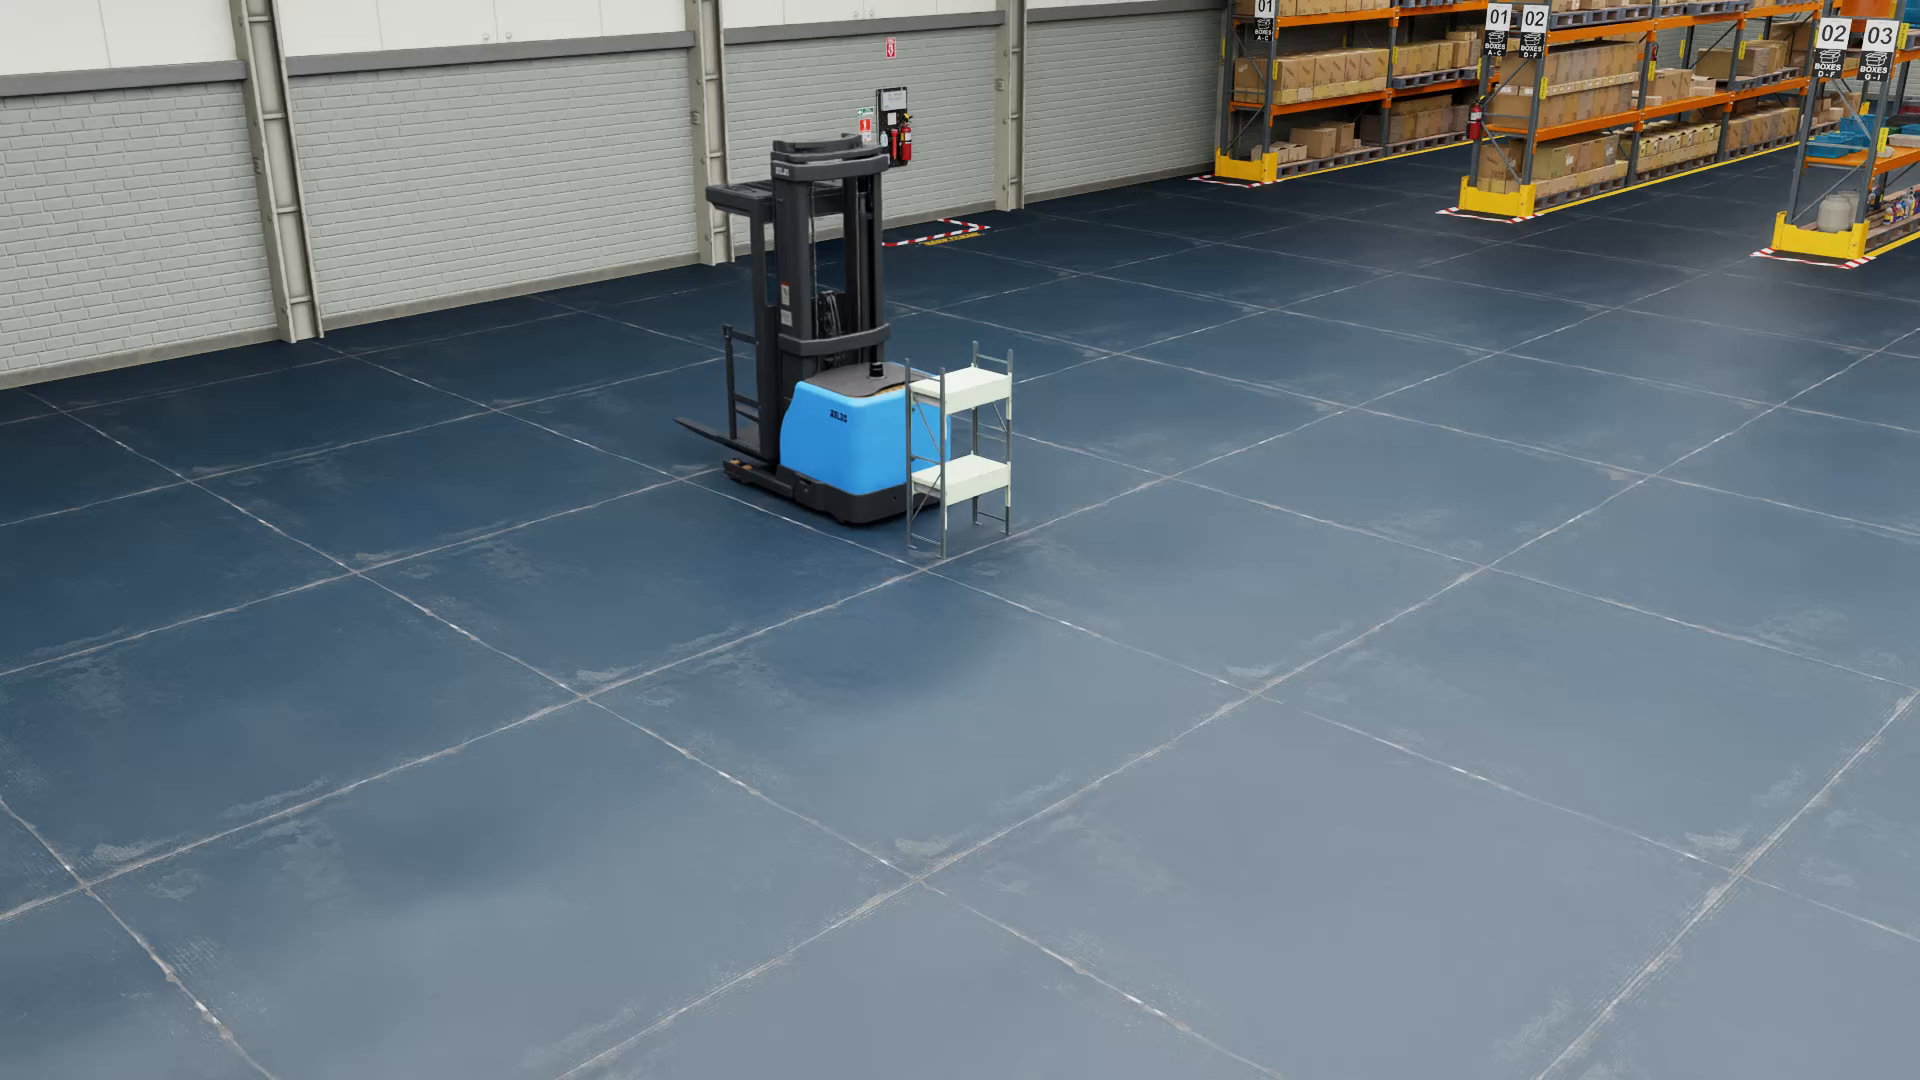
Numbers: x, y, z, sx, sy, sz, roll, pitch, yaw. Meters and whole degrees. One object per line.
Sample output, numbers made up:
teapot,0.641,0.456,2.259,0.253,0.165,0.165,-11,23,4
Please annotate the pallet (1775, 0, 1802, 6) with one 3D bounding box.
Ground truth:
pallet,15.816,-10.696,32.803,1.213,0.211,1.003,19,28,41

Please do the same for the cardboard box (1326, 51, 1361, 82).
cardboard box,7.099,-8.818,30.970,0.500,0.500,0.500,18,28,39

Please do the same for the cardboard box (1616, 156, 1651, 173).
cardboard box,11.921,-6.699,29.570,0.500,0.250,0.500,18,28,39

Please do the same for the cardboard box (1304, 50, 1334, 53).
cardboard box,6.717,-8.946,31.304,0.500,0.500,0.500,-19,28,-41

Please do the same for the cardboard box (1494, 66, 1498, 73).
cardboard box,11.096,-9.931,35.052,0.380,0.149,0.250,19,28,40

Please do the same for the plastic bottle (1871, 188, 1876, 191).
plastic bottle,14.266,-5.376,26.063,0.135,0.276,0.152,-19,28,-40

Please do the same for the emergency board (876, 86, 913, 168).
emergency board,-0.949,-6.184,24.982,0.194,1.169,0.643,19,28,41

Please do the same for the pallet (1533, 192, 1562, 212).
pallet,9.175,-5.622,27.407,1.003,0.211,1.213,19,28,41

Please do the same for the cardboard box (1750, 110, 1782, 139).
cardboard box,16.203,-8.387,33.586,0.500,0.500,0.500,20,29,41

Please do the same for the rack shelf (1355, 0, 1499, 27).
rack shelf,9.305,-10.562,33.195,1.077,0.370,4.000,19,28,41

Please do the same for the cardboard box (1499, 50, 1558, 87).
cardboard box,9.043,-7.499,26.457,0.700,0.500,0.500,19,28,41

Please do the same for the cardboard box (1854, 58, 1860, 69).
cardboard box,19.356,-10.559,36.225,0.500,0.500,0.500,20,28,41

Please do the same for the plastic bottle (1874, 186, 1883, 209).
plastic bottle,14.251,-5.333,25.848,0.144,0.351,0.185,19,28,41

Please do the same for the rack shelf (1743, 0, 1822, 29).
rack shelf,15.647,-10.351,32.647,1.077,0.370,4.000,19,28,41

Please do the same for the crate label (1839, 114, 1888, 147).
crate label,13.308,-6.033,24.541,0.502,0.435,0.616,19,28,41

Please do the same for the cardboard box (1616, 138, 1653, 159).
cardboard box,11.928,-6.963,29.475,0.500,0.311,0.500,19,28,41

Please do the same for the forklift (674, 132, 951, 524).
forklift,-1.405,-1.951,14.064,1.130,2.935,3.031,-17,27,-38

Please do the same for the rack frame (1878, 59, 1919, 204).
rack frame,15.008,-6.504,25.815,1.000,3.000,0.127,19,28,41

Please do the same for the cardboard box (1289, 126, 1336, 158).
cardboard box,6.612,-7.472,31.204,0.700,0.500,0.500,17,27,37

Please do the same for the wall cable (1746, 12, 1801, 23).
wall cable,20.483,-14.784,43.323,3.097,2.526,0.112,19,28,41

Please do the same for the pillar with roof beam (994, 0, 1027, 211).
pillar with roof beam,3.887,-8.532,22.730,9.100,9.000,0.400,19,28,41

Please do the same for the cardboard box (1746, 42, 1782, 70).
cardboard box,16.118,-9.785,33.628,0.500,0.500,0.700,-15,26,-34

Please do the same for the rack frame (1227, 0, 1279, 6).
rack frame,5.119,-10.756,28.515,1.000,3.000,0.127,19,28,41

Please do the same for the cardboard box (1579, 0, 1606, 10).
cardboard box,10.026,-8.783,26.644,0.500,0.500,0.500,19,28,41

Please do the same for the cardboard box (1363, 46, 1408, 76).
cardboard box,8.289,-9.358,32.488,0.700,0.500,0.500,19,28,41

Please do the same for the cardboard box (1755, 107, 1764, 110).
cardboard box,16.166,-8.636,34.234,0.500,0.500,0.500,-20,28,-41

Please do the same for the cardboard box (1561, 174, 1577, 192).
cardboard box,9.900,-5.969,27.671,0.500,0.250,0.500,19,28,41

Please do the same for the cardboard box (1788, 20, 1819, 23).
cardboard box,17.917,-10.771,35.384,0.500,0.500,0.500,20,28,41

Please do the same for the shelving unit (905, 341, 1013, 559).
shelving unit,-0.005,-0.698,12.801,0.431,1.500,0.755,19,28,41

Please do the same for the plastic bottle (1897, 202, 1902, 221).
plastic bottle,14.015,-4.910,24.857,0.097,0.271,0.097,0,21,0

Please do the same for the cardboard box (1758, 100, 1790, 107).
cardboard box,17.237,-9.057,35.329,0.500,0.500,0.500,19,28,41

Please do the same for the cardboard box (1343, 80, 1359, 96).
cardboard box,7.103,-8.466,31.101,0.500,0.250,0.500,19,28,40

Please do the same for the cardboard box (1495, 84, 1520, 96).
cardboard box,8.801,-7.212,26.613,0.380,0.149,0.250,19,28,40

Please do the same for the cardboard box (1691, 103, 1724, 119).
cardboard box,14.773,-8.476,32.772,0.500,0.250,0.500,-19,28,-40

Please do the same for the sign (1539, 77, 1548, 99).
sign,9.065,-7.017,25.833,0.100,0.325,0.005,19,28,41

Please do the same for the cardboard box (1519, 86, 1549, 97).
cardboard box,9.099,-7.113,26.356,0.380,0.149,0.250,19,28,40

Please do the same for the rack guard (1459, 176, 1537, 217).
rack guard,8.655,-5.544,26.801,1.175,0.500,0.348,19,28,41

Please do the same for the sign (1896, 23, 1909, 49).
sign,12.609,-6.741,22.239,0.100,0.325,0.005,19,28,41

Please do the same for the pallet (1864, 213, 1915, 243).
pallet,13.659,-4.725,25.074,1.003,0.211,1.213,19,28,41

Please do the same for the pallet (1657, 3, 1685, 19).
pallet,12.068,-9.286,29.138,0.805,0.209,1.217,18,27,39

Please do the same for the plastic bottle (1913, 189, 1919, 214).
plastic bottle,14.631,-5.186,25.465,0.144,0.351,0.185,18,27,38

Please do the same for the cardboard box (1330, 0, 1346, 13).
cardboard box,6.650,-9.842,30.150,0.500,0.500,0.500,-18,27,-39

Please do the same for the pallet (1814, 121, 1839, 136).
pallet,18.373,-8.991,36.172,1.003,0.211,1.213,19,28,41

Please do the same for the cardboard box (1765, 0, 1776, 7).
cardboard box,15.251,-10.605,32.165,0.910,0.500,0.500,19,28,41

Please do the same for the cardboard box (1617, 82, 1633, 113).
cardboard box,11.157,-7.676,28.725,0.700,0.500,0.500,18,28,39

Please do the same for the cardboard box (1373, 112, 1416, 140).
cardboard box,8.736,-8.361,33.517,0.700,0.500,0.500,19,28,40

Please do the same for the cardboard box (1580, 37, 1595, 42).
cardboard box,13.881,-11.315,37.915,0.700,0.700,0.980,-20,28,-41

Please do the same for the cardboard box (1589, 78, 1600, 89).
cardboard box,10.355,-7.576,27.560,0.250,0.149,0.380,-19,28,-40

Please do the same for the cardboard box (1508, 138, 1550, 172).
cardboard box,9.519,-6.452,27.882,0.500,0.500,0.500,19,28,41

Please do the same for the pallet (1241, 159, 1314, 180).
pallet,5.765,-6.873,30.663,1.003,0.211,1.213,19,28,41

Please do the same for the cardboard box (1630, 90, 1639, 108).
cardboard box,11.774,-7.812,29.428,0.500,0.250,0.500,-18,27,-39
